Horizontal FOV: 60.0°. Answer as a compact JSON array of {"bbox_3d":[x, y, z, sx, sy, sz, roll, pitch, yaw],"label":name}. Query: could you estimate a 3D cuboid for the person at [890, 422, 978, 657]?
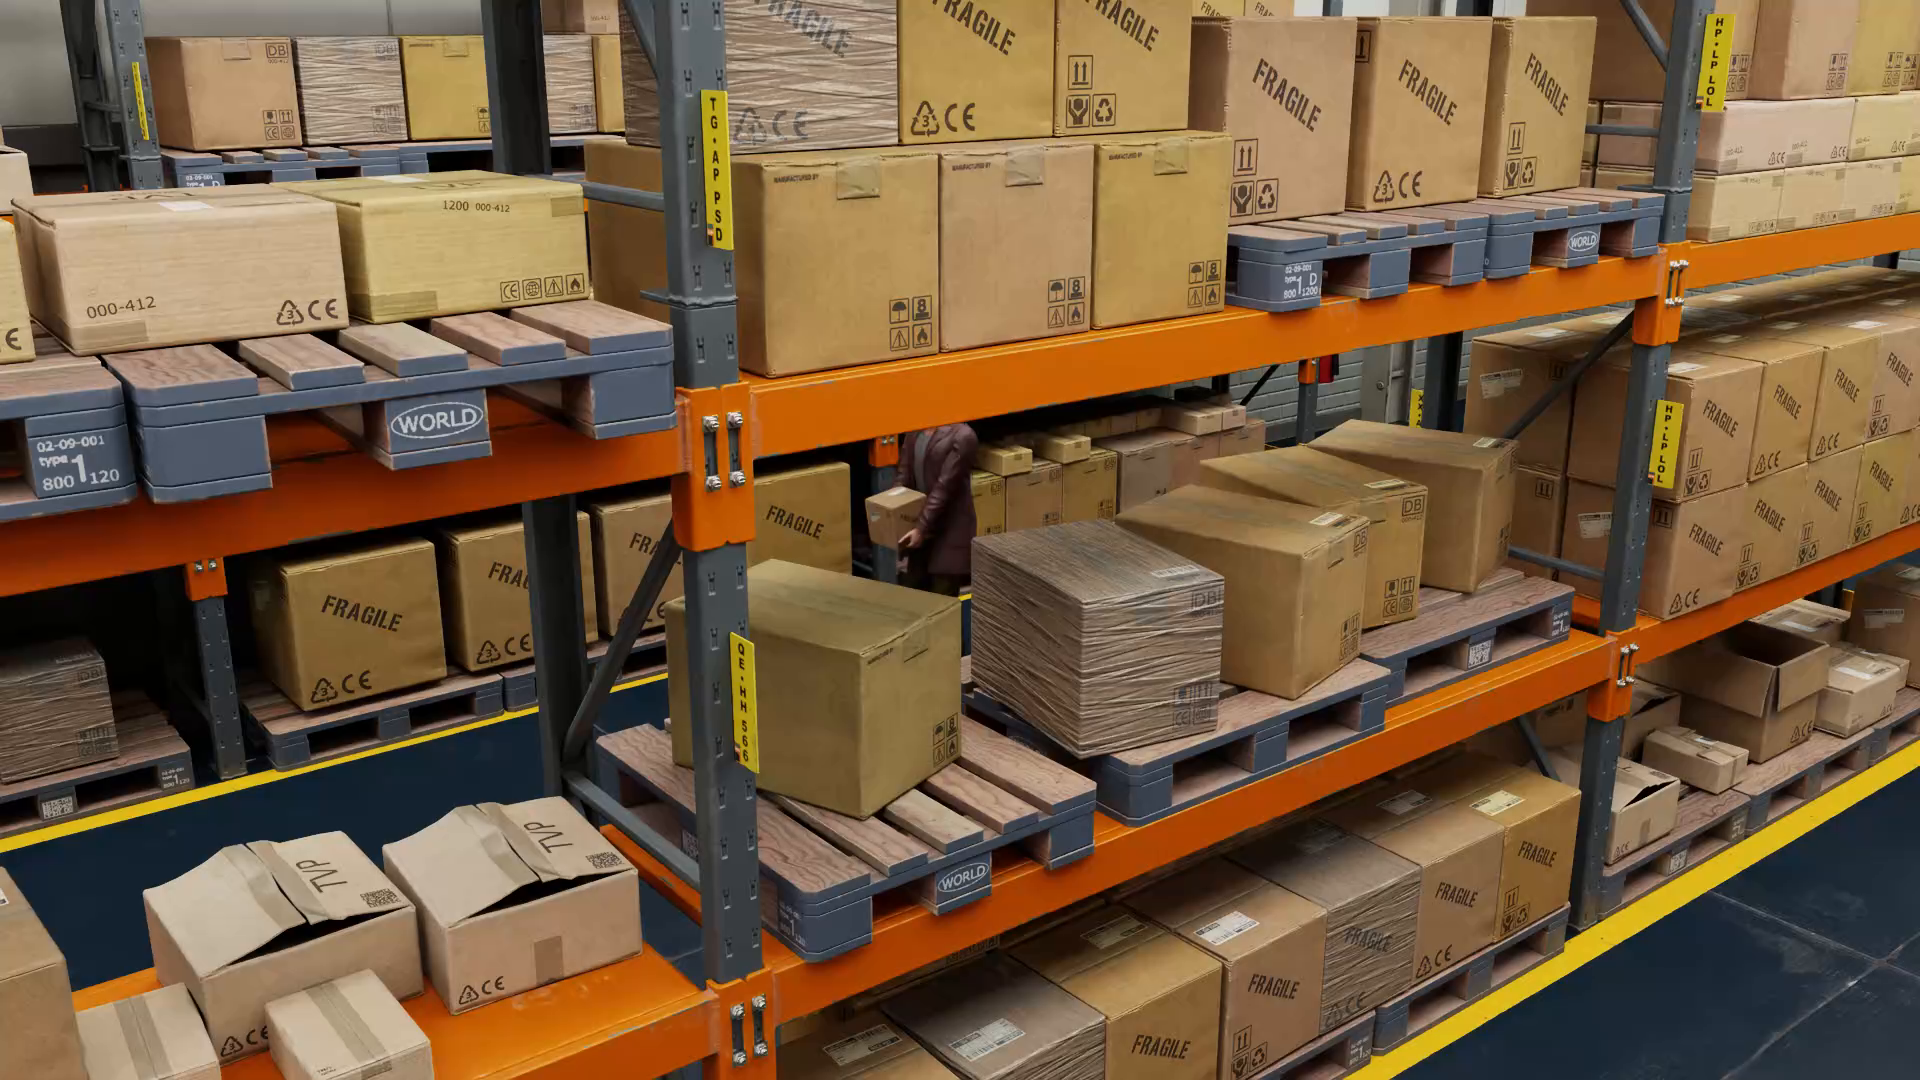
[{"bbox_3d":[-0.185,-0.046,9.228,0.565,1.779,0.524,-14,22,-37],"label":"person"}]
